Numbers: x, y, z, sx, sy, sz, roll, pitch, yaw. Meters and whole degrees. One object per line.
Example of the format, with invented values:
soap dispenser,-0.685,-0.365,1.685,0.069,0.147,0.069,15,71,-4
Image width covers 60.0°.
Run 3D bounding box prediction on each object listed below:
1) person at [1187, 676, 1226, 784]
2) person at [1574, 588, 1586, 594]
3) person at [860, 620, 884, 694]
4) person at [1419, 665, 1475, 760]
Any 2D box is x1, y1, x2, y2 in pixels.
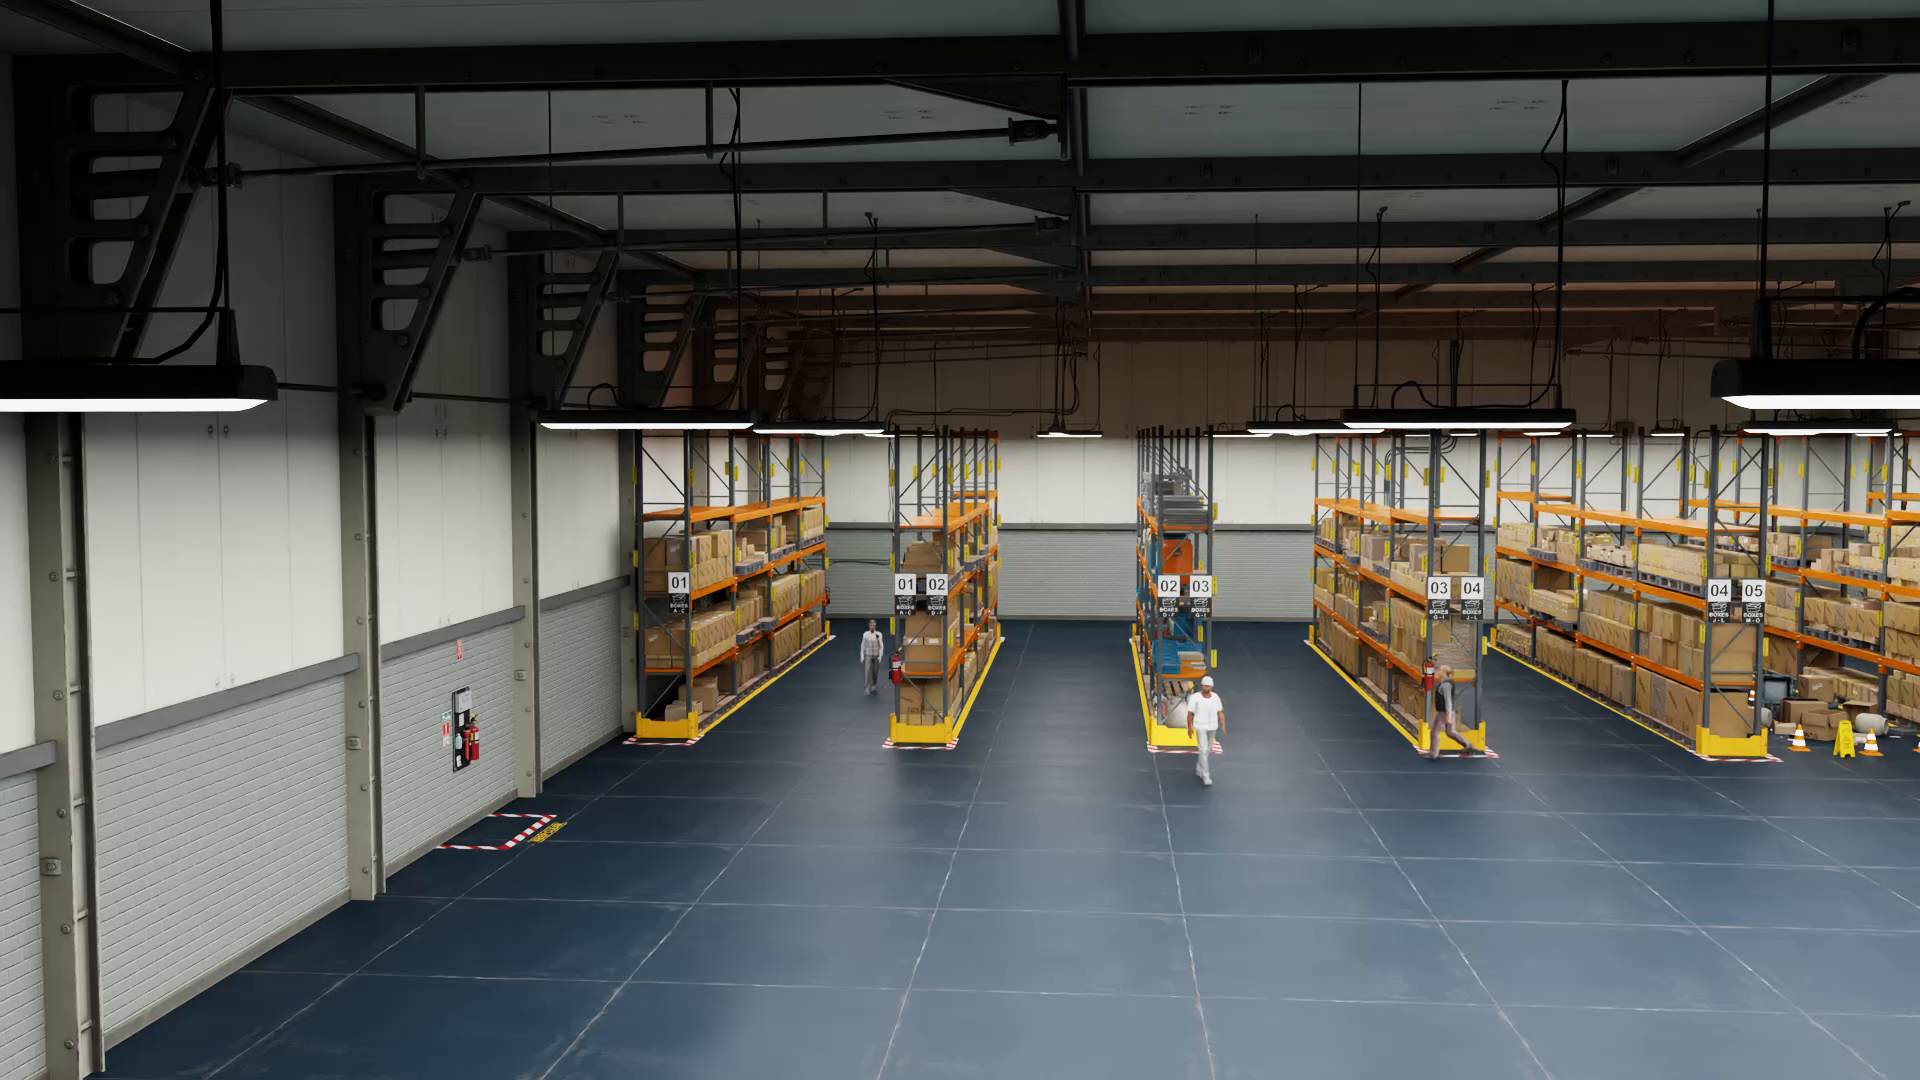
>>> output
person,4.151,3.157,27.821,0.587,1.736,0.842,-1,4,-22
person,18.203,1.949,48.831,0.881,1.648,0.441,-1,4,-23
person,-1.979,2.621,37.627,0.513,1.638,0.865,-1,3,-10
person,8.730,3.084,29.744,0.959,1.691,0.539,1,4,18
